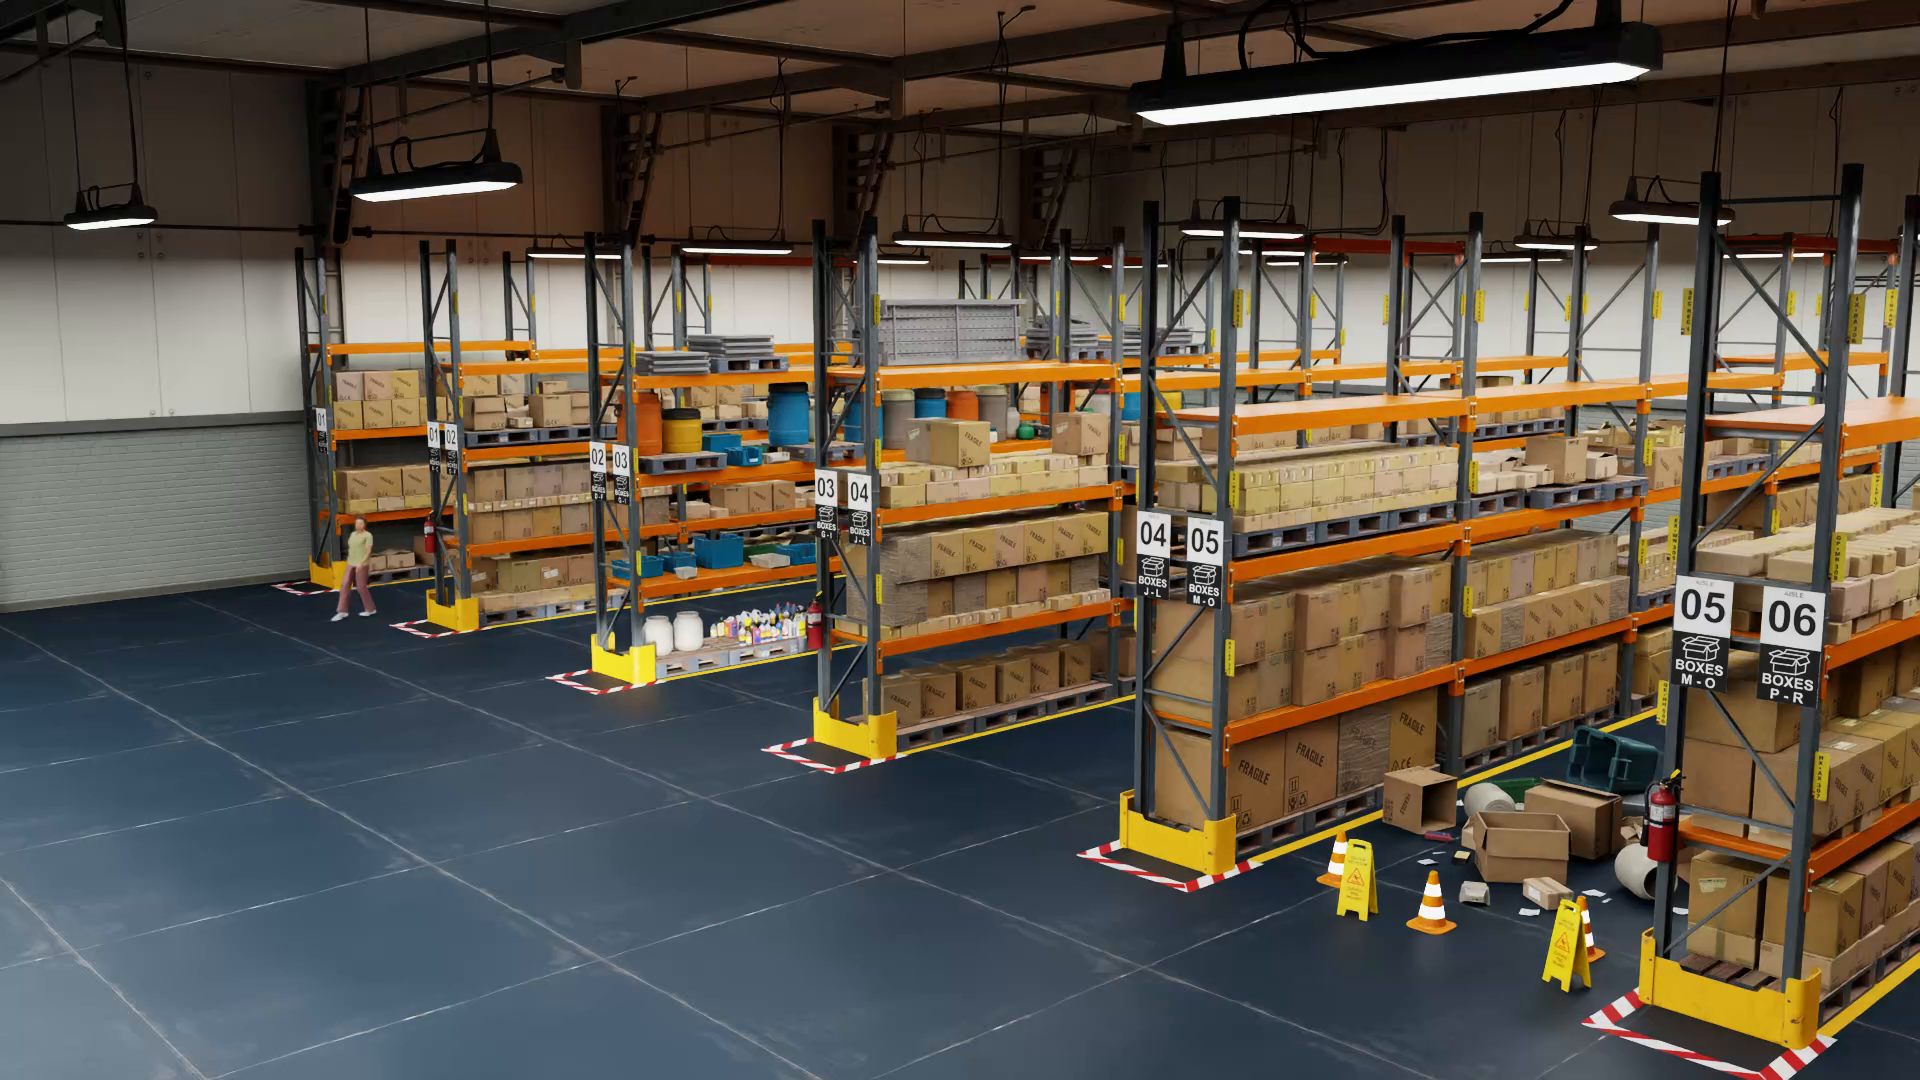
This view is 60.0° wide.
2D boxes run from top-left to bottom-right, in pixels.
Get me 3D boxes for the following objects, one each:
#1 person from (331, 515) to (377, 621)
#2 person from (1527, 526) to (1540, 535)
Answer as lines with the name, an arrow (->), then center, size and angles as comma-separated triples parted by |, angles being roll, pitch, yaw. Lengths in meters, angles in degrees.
person -> -9.747, 0.445, 26.712 | 0.469, 1.660, 0.738 | 3, 9, 20
person -> 8.908, 0.573, 25.987 | 0.469, 1.602, 0.547 | 4, 9, 25
